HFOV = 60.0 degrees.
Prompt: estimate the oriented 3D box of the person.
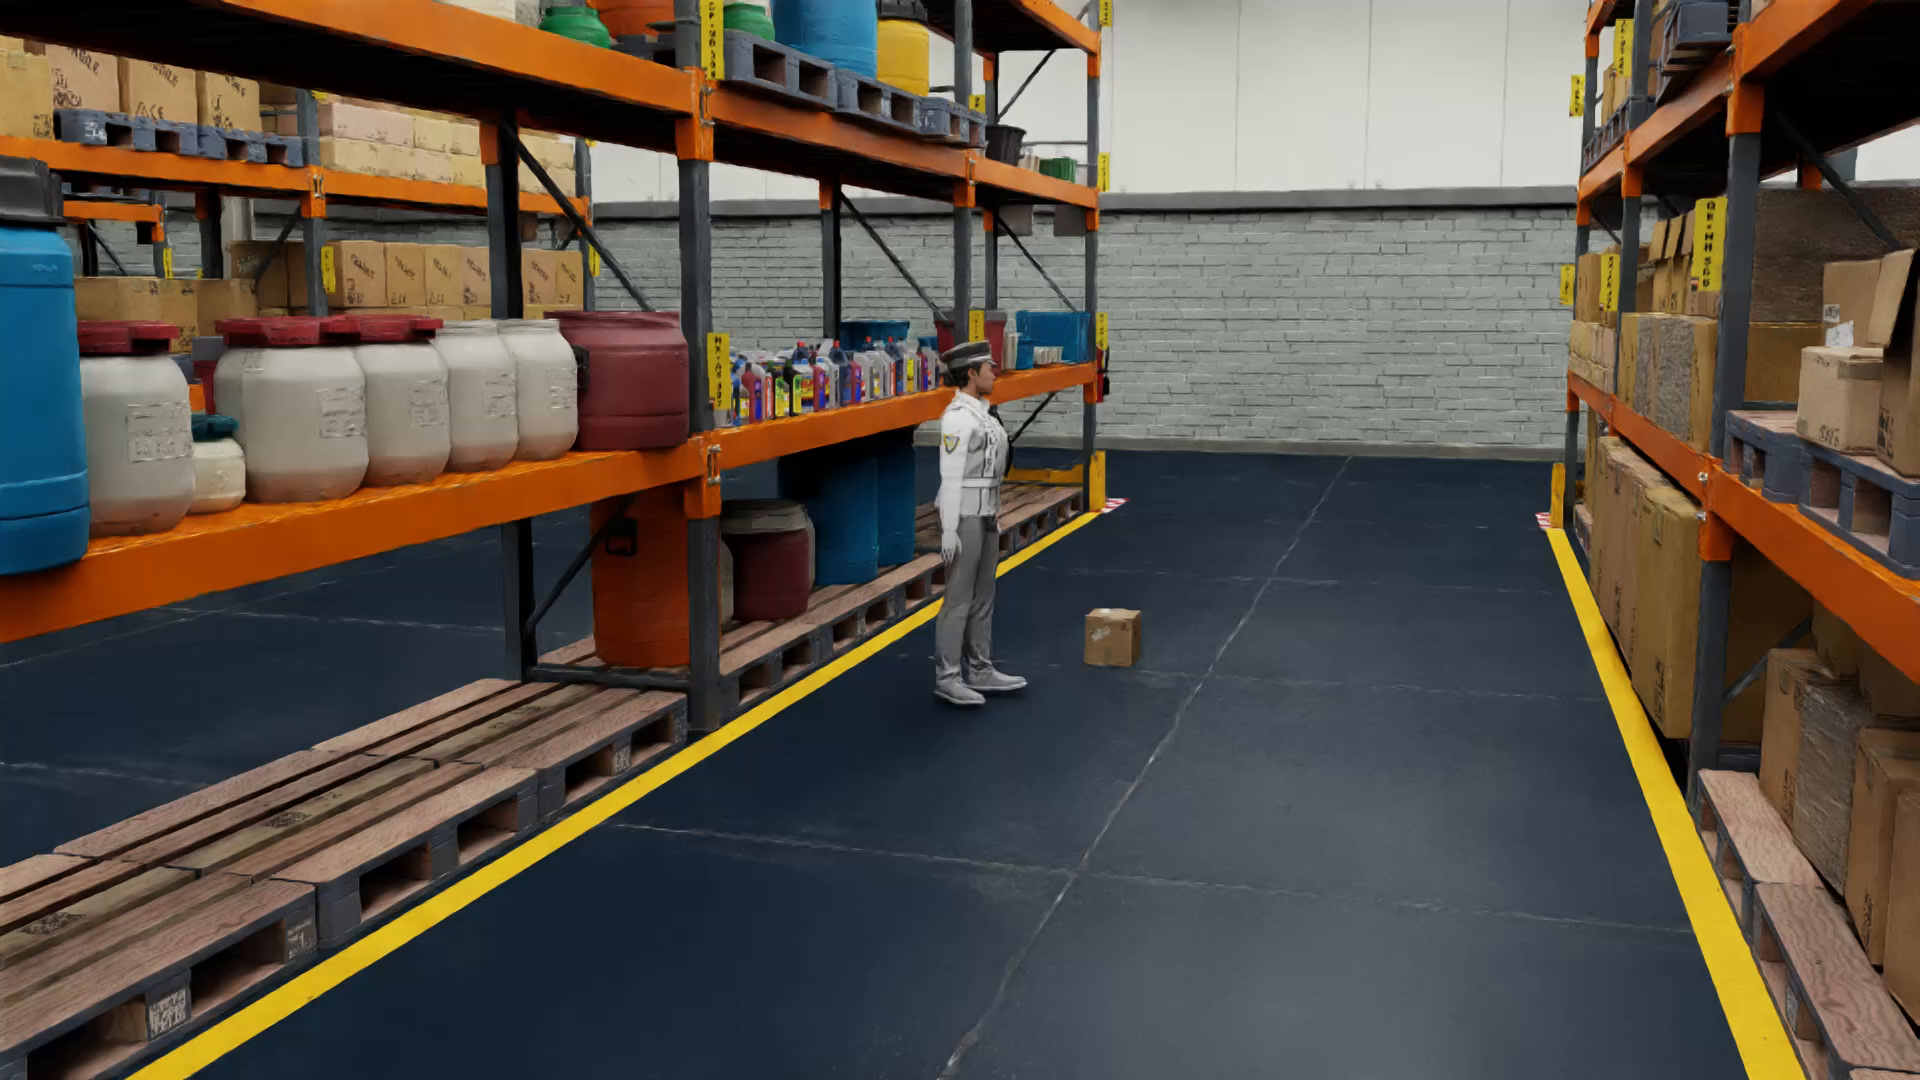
[{"bbox_3d":[0.084,-0.089,7.739,0.405,1.685,0.569,2,9,15],"label":"person"}]
